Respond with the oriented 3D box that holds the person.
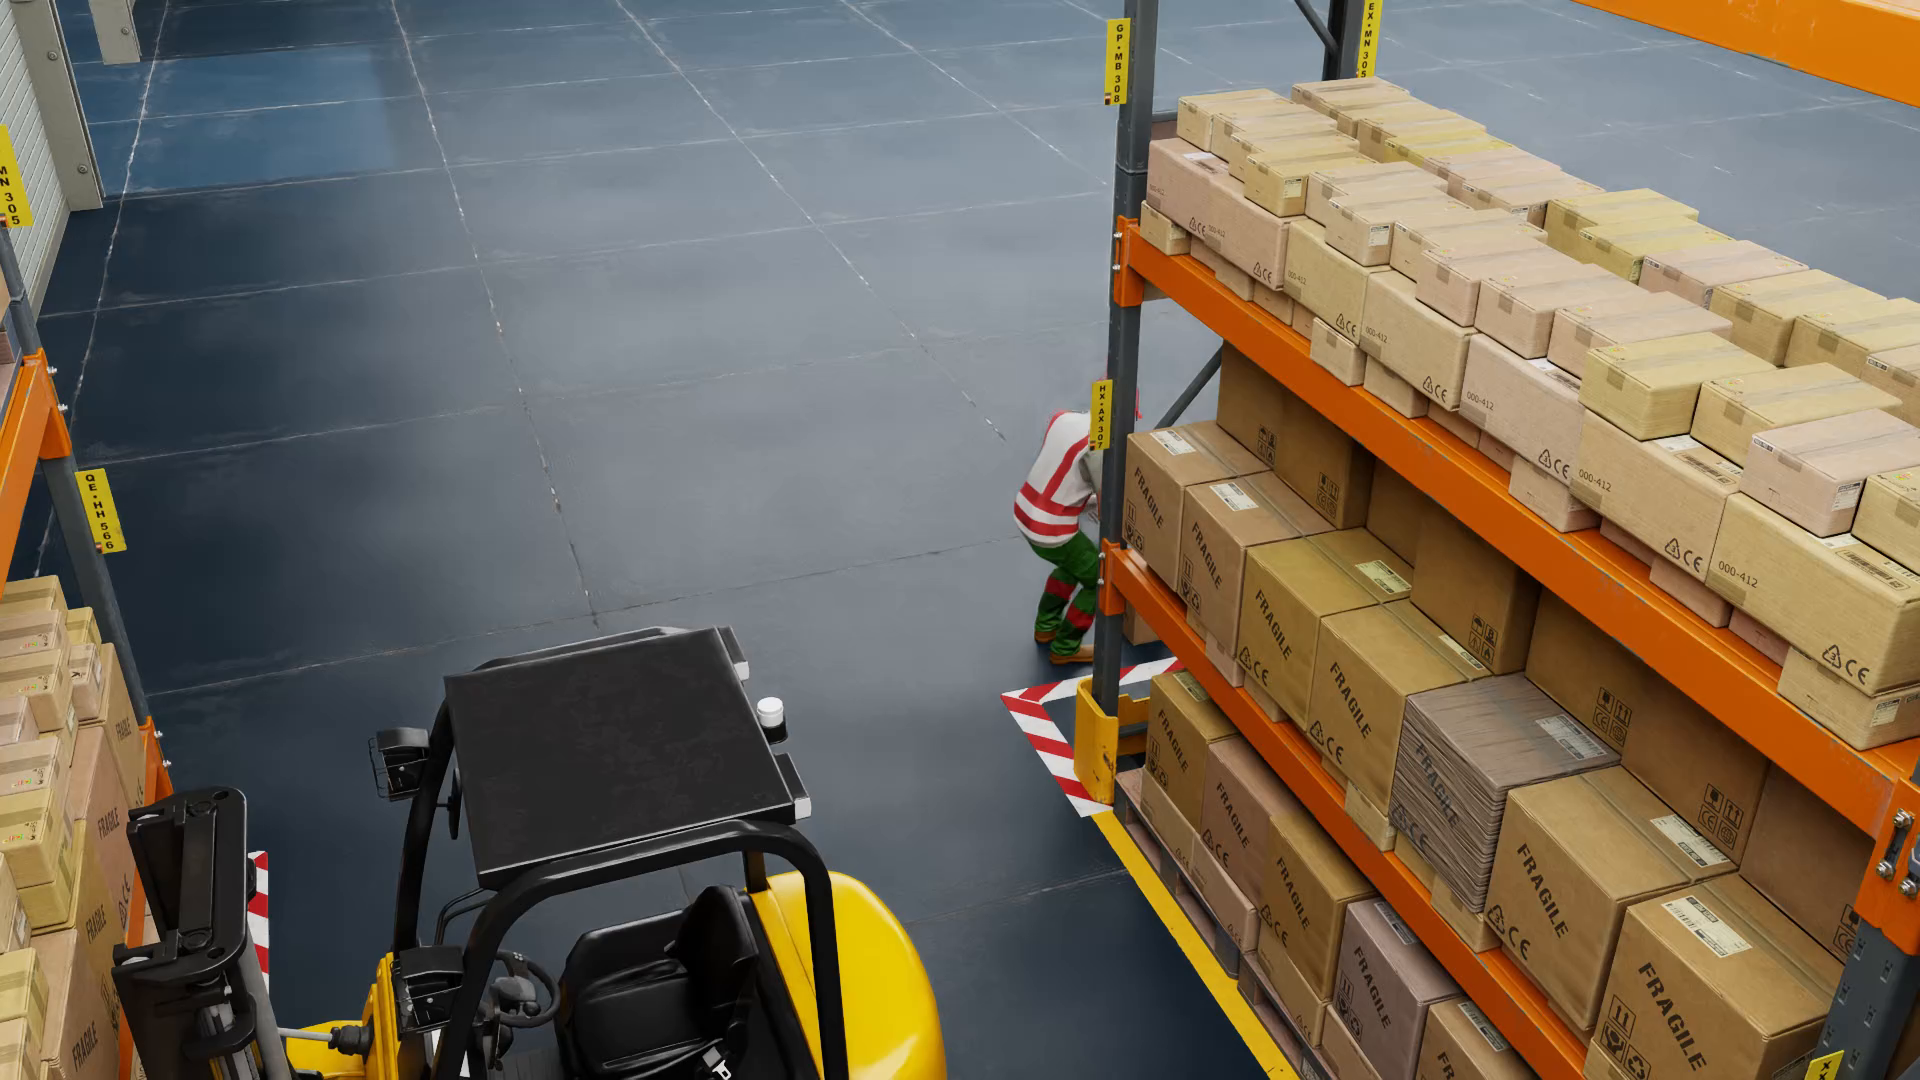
[{"bbox_3d":[0.615,-0.105,8.774,0.690,1.528,0.579,-10,31,-17],"label":"person"}]
